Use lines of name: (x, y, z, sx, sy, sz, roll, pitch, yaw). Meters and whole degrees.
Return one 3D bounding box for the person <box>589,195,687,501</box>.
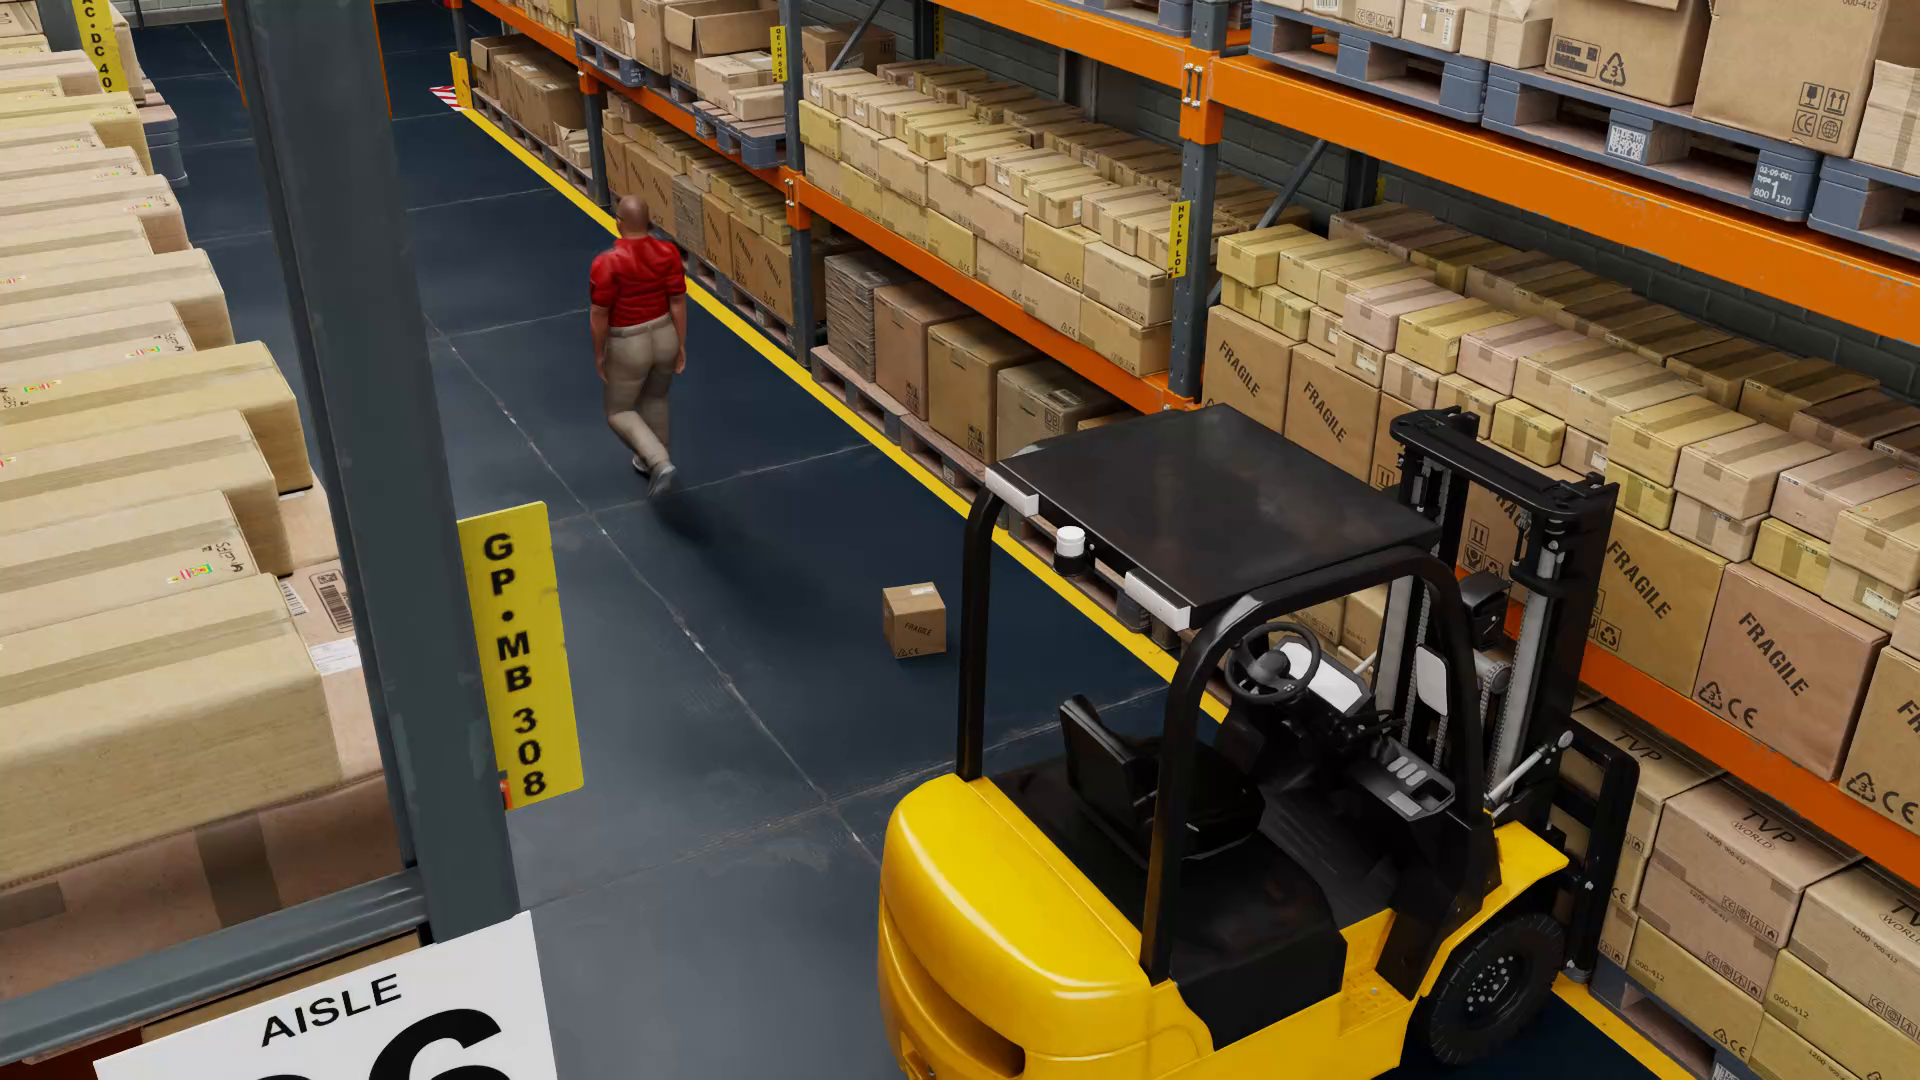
person: (-1.726, -1.035, 9.001, 0.535, 1.699, 0.757, -20, 35, -32)
